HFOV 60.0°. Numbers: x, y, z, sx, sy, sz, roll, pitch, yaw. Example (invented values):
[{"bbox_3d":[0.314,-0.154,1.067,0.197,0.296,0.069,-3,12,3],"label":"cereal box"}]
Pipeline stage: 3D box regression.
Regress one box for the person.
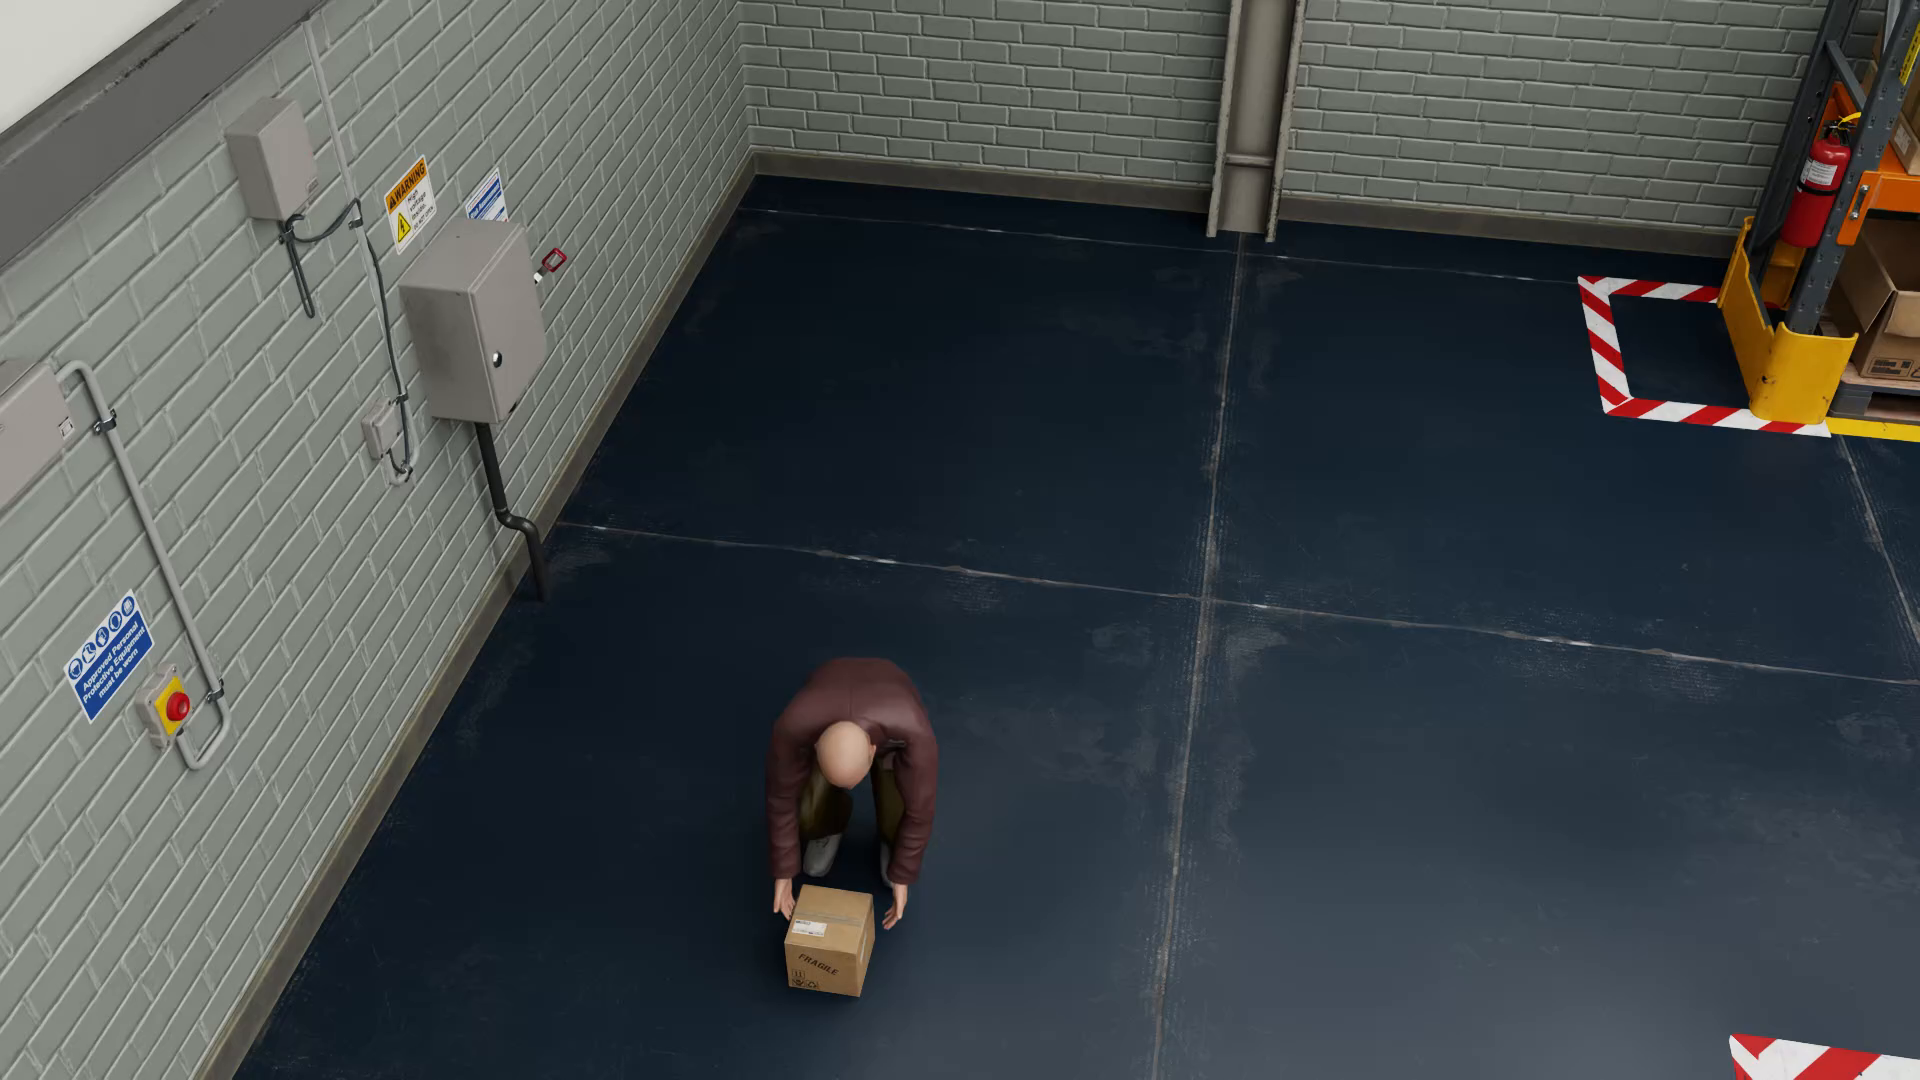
[{"bbox_3d":[-0.354,0.805,5.758,0.614,1.072,0.877,6,40,8],"label":"person"}]
